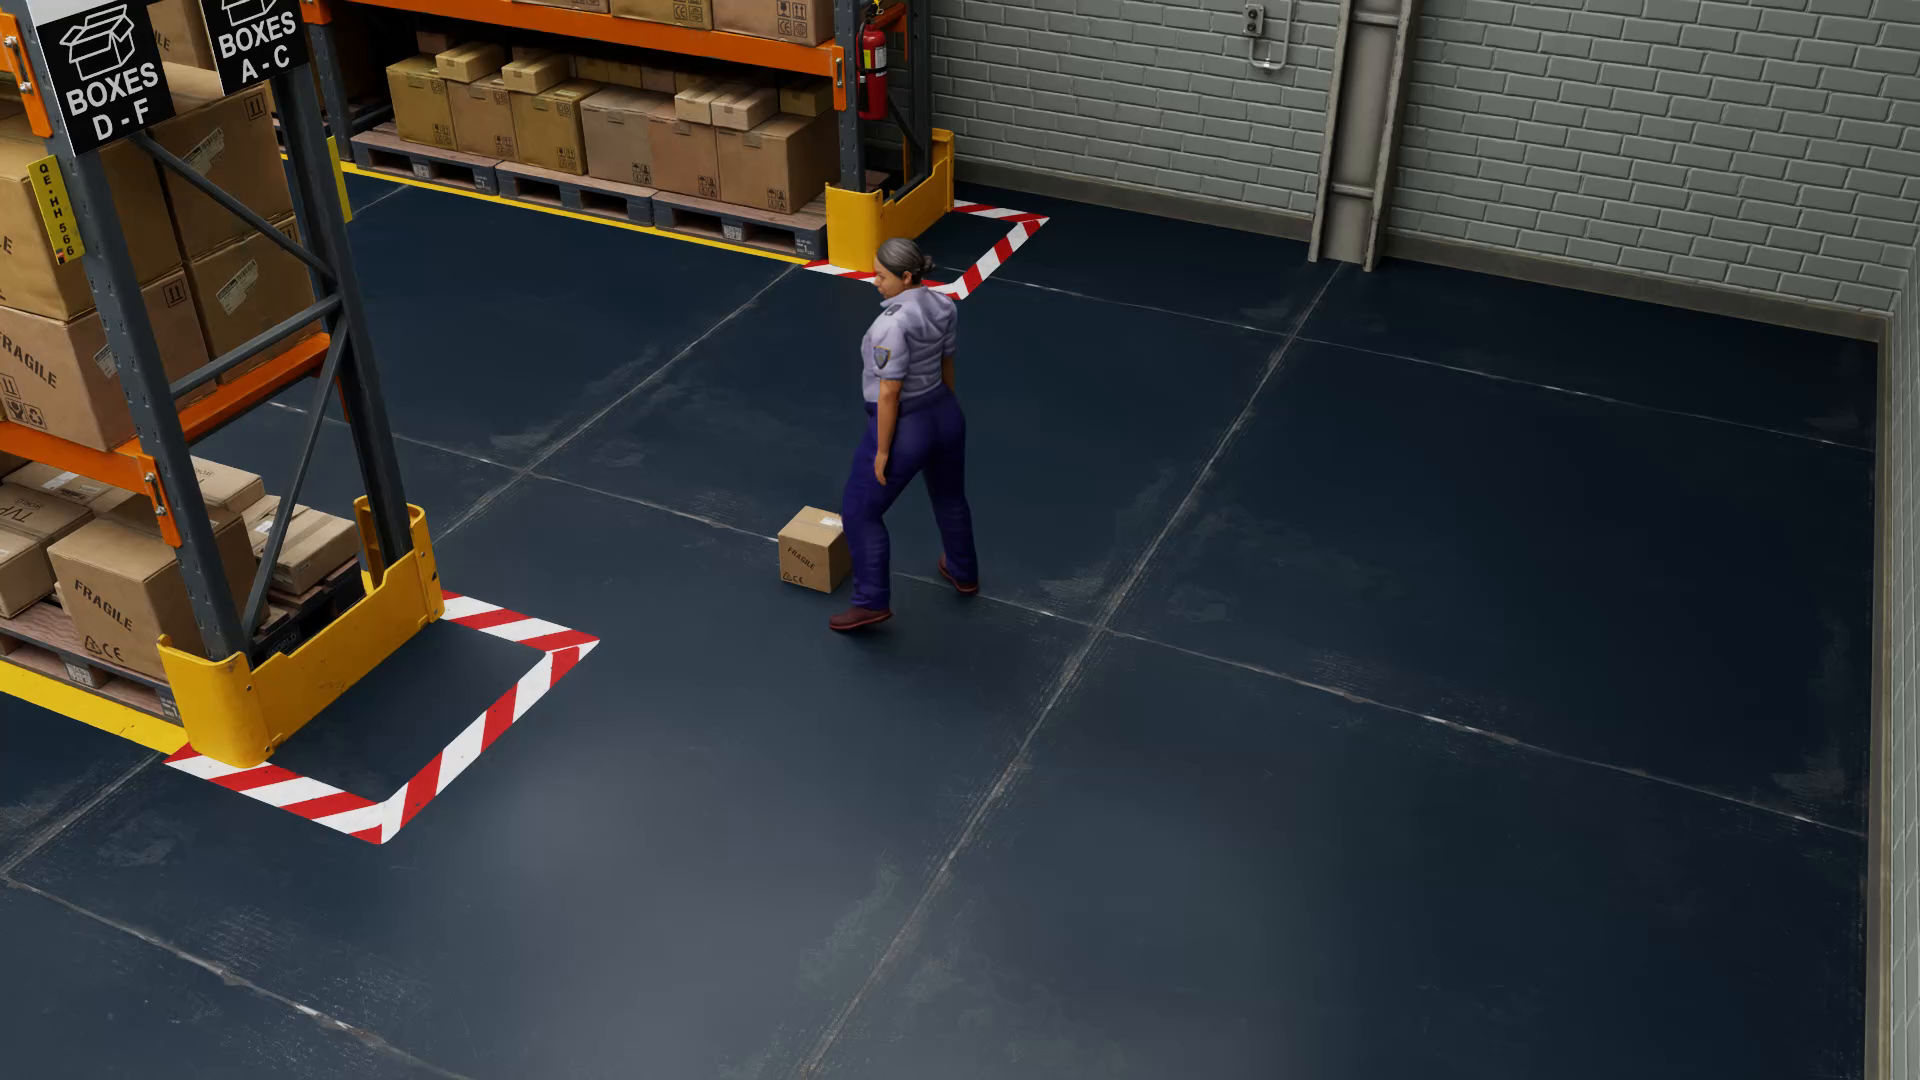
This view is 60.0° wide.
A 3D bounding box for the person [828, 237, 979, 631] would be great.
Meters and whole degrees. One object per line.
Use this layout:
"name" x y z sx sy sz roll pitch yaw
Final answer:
"person" -0.228 -0.406 6.767 0.389 1.675 0.718 27 43 34
